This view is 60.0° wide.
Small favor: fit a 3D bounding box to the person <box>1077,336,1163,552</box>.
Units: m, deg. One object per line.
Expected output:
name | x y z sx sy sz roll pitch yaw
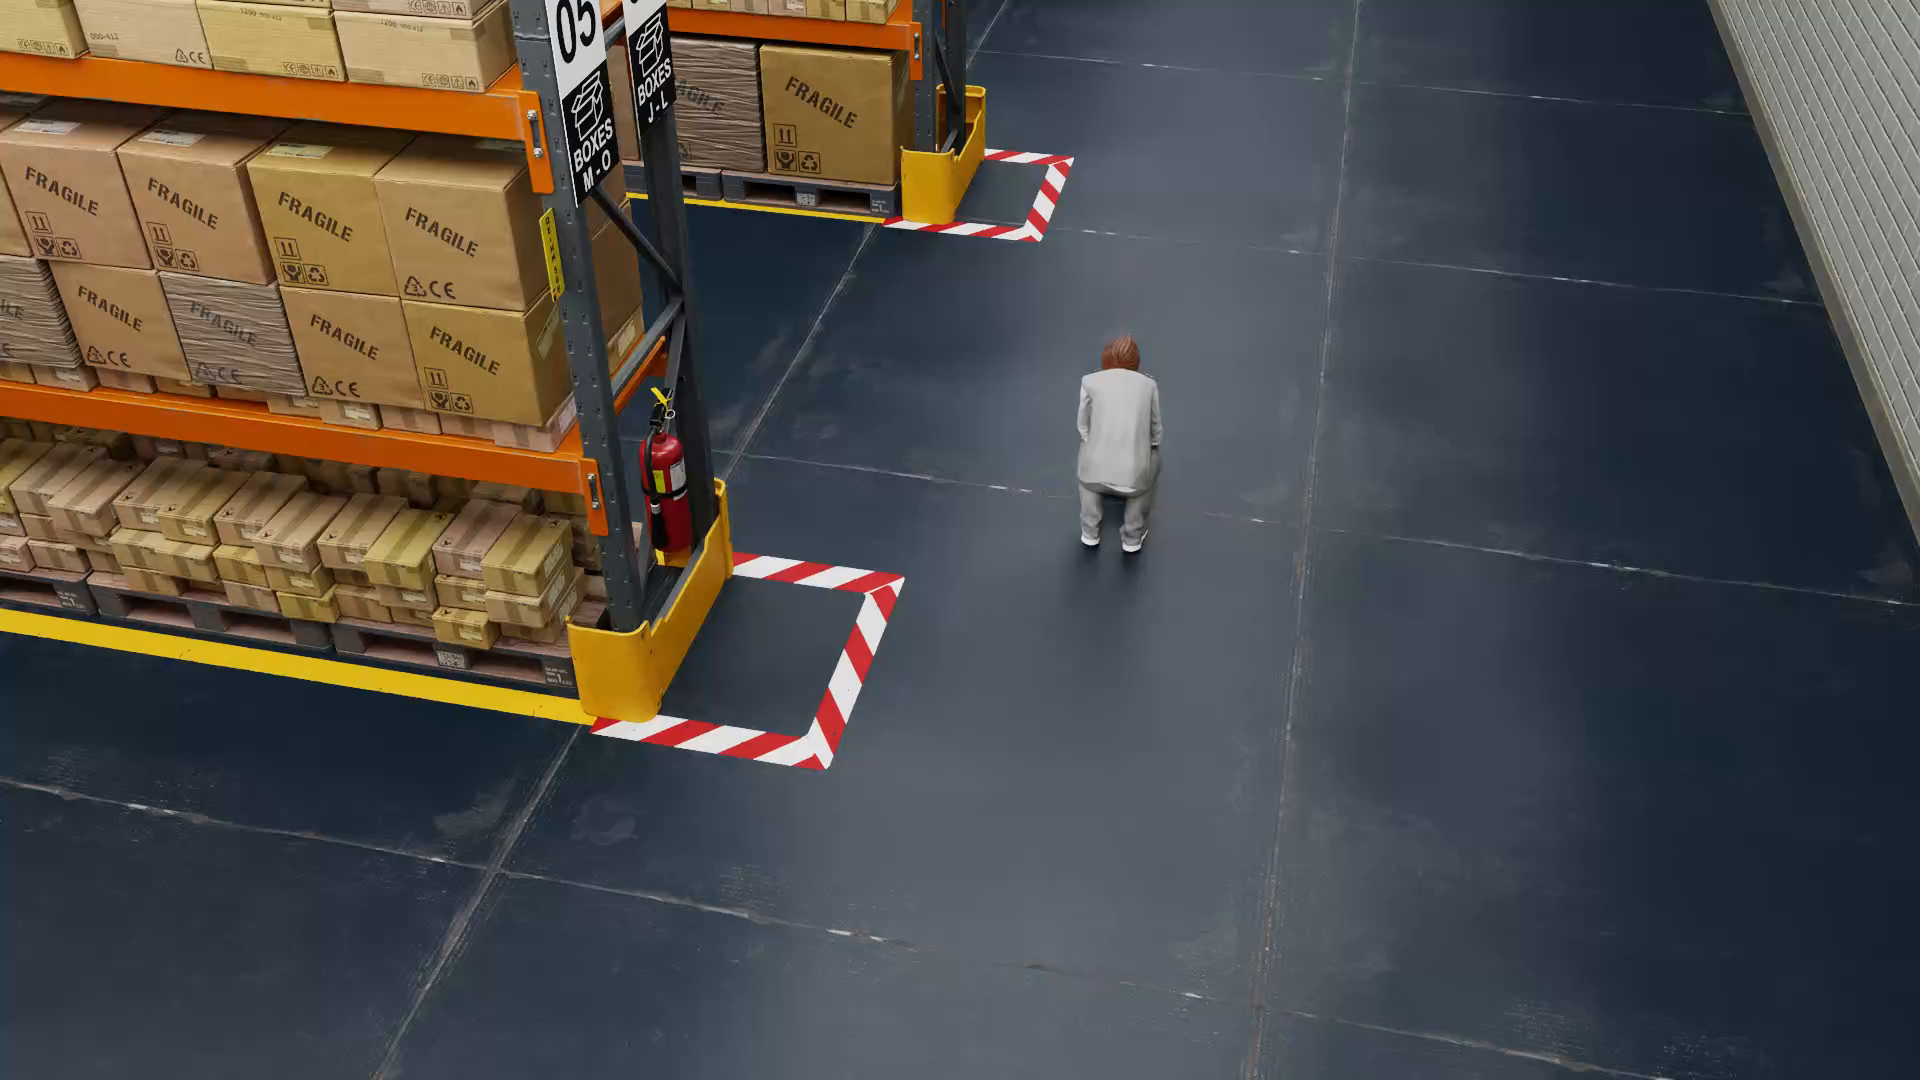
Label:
person | 0.764 -0.433 8.132 0.447 0.889 0.792 7 38 10
